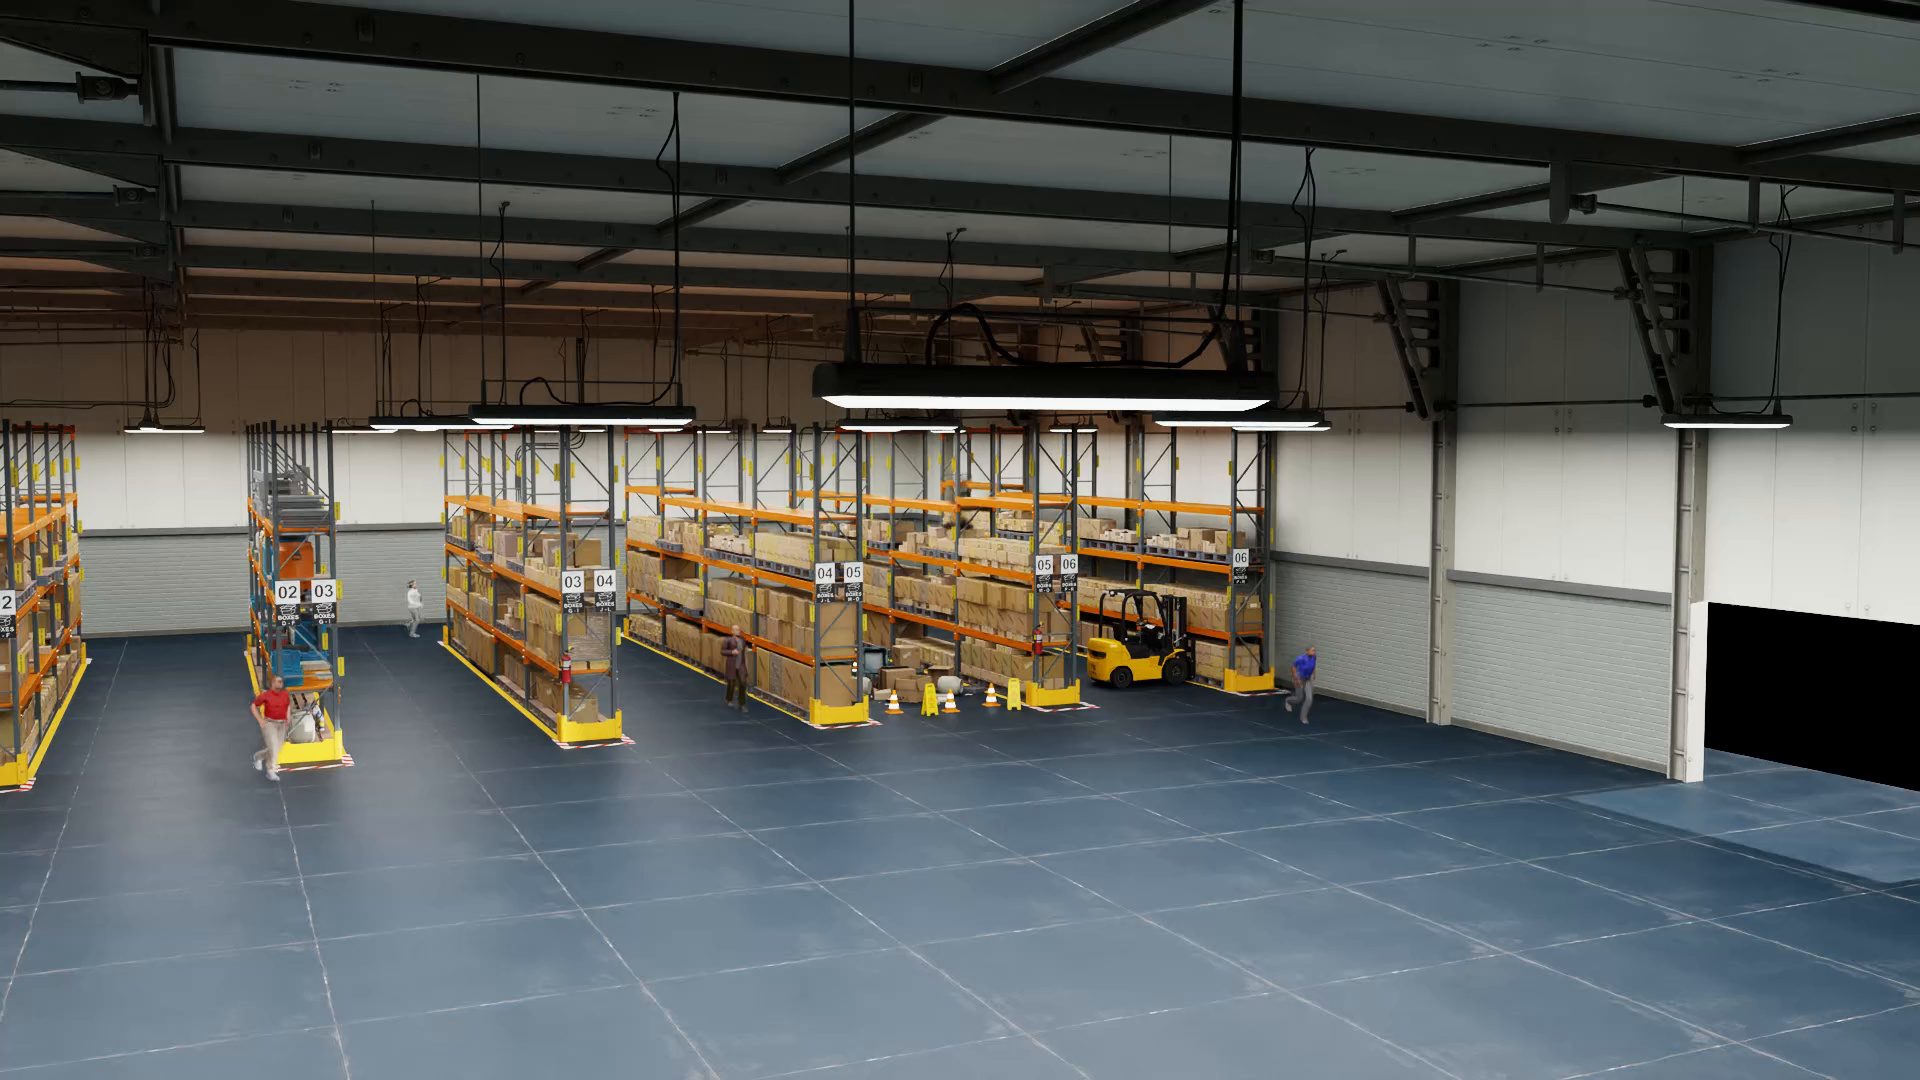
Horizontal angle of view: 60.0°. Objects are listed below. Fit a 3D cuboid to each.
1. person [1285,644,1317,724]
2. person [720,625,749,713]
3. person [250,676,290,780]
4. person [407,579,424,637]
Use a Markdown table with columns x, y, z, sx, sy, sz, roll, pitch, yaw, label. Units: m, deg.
| x | y | z | sx | sy | sz | roll | pitch | yaw | label |
| --- | --- | --- | --- | --- | --- | --- | --- | --- | --- |
| 6.862 | 2.867 | 33.453 | 0.574 | 1.608 | 0.838 | -2 | 4 | -32 | person |
| -4.703 | 2.685 | 34.603 | 0.668 | 1.855 | 0.840 | -2 | 4 | -32 | person |
| -11.581 | 3.149 | 28.011 | 0.784 | 1.708 | 0.713 | 2 | 4 | 29 | person |
| -15.559 | 1.940 | 47.447 | 0.548 | 1.658 | 0.612 | 0 | 4 | 0 | person |
